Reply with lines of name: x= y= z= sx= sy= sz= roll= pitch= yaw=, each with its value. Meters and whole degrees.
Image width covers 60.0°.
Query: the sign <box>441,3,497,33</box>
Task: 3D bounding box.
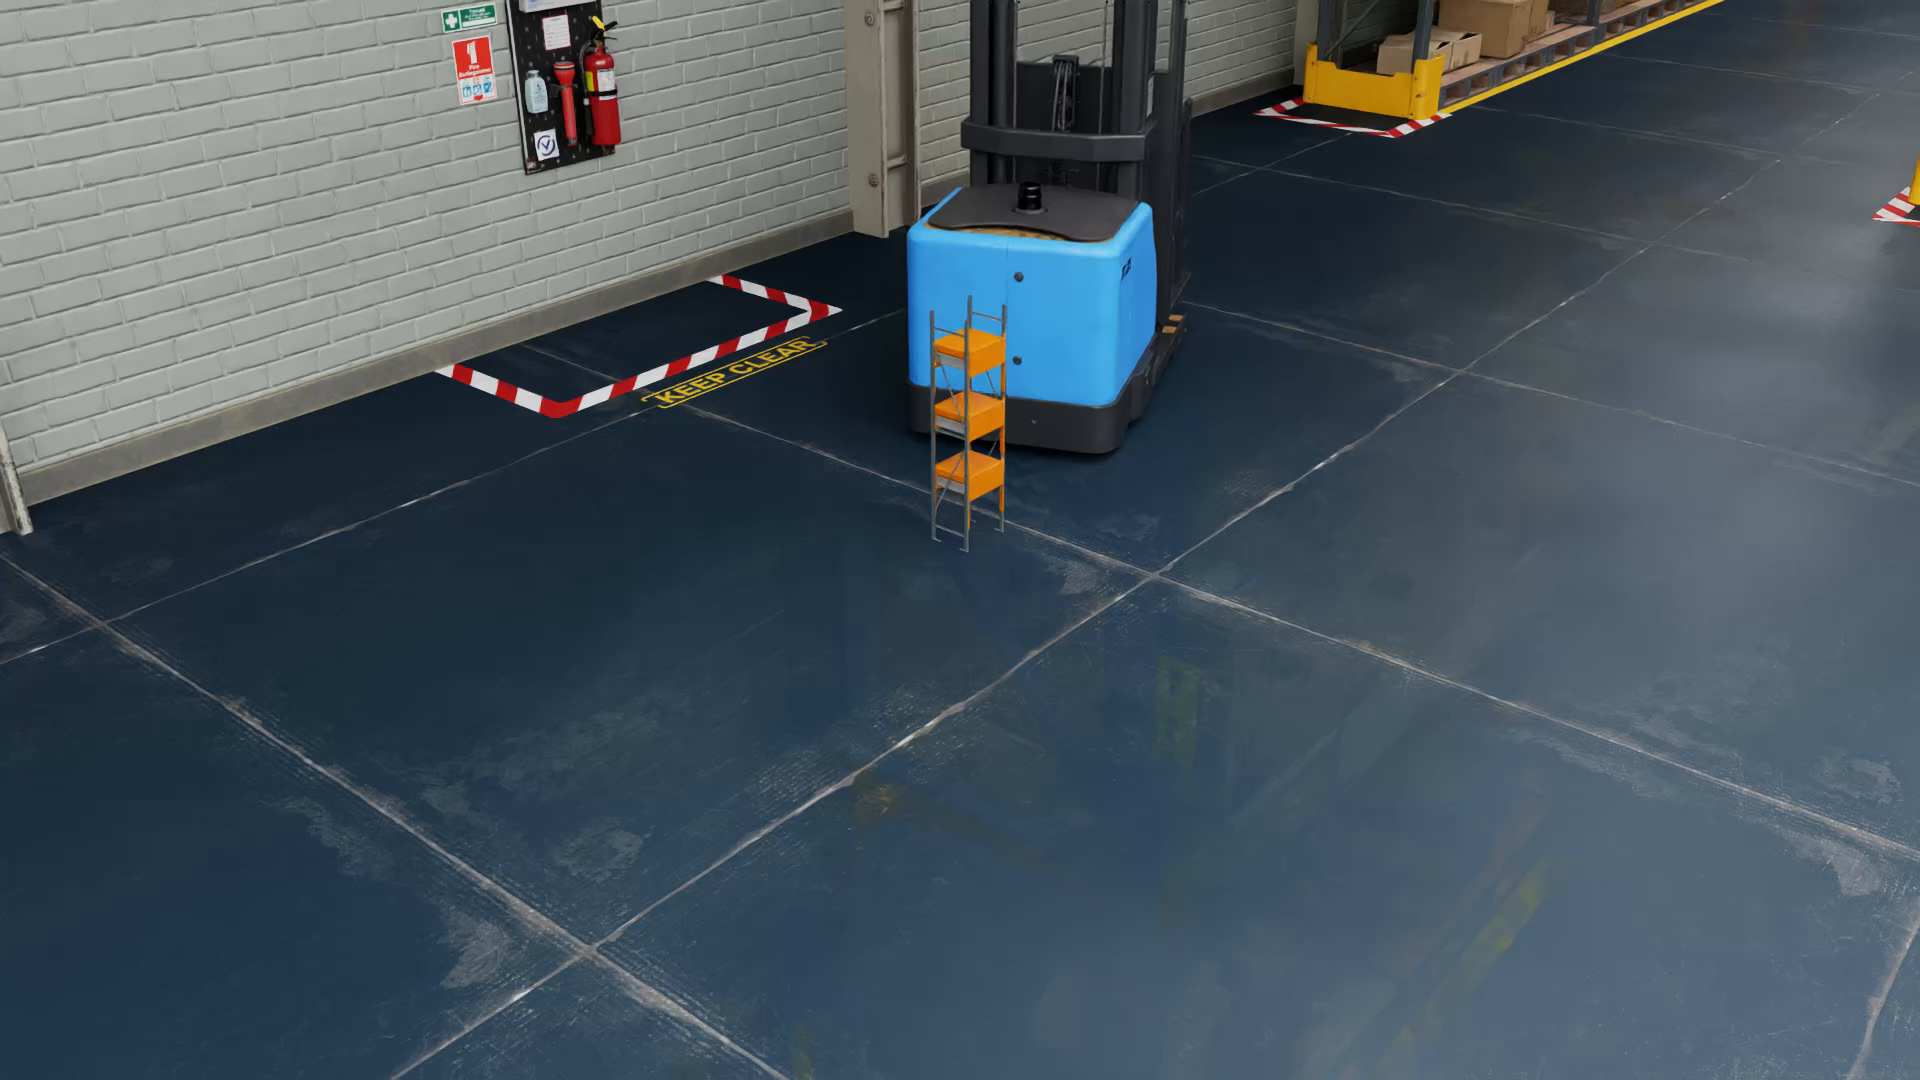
sign: x=-2.528 y=-2.693 z=8.575 sx=0.001 sy=0.109 sz=0.331 roll=21 pitch=34 yaw=34

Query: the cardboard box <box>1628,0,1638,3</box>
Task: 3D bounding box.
cardboard box: x=7.178 y=-6.236 z=18.281 sx=0.700 sy=0.500 sz=0.500 roll=21 pitch=34 yaw=35

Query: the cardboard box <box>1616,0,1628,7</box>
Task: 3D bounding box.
cardboard box: x=6.823 y=-6.067 z=17.954 sx=0.700 sy=0.500 sz=0.500 roll=20 pitch=33 yaw=33

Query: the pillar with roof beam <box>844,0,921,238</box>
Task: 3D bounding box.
pillar with roof beam: x=2.816 y=-4.880 z=6.889 sx=9.100 sy=9.000 sz=0.400 roll=21 pitch=34 yaw=34

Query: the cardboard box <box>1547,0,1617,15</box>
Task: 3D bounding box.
cardboard box: x=6.533 y=-5.869 z=17.572 sx=0.700 sy=0.500 sz=0.500 roll=22 pitch=35 yaw=36

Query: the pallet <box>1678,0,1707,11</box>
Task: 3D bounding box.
pallet: x=8.123 y=-6.421 z=19.432 sx=1.003 sy=0.211 sz=1.213 roll=21 pitch=34 yaw=34

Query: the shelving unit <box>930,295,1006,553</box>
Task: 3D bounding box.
shelving unit: x=0.034 y=-0.485 z=7.045 sx=0.215 sy=1.050 sz=0.252 roll=21 pitch=34 yaw=34

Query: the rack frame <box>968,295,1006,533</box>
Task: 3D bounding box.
rack frame: x=0.112 y=-0.529 z=7.129 sx=0.200 sy=1.050 sz=0.008 roll=21 pitch=34 yaw=34

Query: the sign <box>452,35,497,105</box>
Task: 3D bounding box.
sign: x=-2.538 y=-2.458 z=8.698 sx=0.001 sy=0.329 sz=0.234 roll=21 pitch=34 yaw=34

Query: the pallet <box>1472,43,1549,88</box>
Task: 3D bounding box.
pallet: x=4.902 y=-4.596 z=15.905 sx=1.003 sy=0.211 sz=1.213 roll=21 pitch=34 yaw=34

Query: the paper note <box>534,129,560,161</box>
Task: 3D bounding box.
paper note: x=-2.273 y=-2.174 z=9.147 sx=0.016 sy=0.148 sz=0.142 roll=21 pitch=34 yaw=34

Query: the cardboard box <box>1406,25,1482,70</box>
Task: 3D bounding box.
cardboard box: x=4.405 y=-4.522 z=15.174 sx=0.500 sy=0.311 sz=0.500 roll=24 pitch=36 yaw=38

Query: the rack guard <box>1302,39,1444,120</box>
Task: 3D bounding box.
rack guard: x=3.581 y=-4.016 z=14.469 sx=1.175 sy=0.500 sz=0.348 roll=21 pitch=34 yaw=34

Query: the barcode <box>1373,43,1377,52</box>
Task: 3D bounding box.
barcode: x=3.746 y=-4.447 z=15.019 sx=0.001 sy=0.075 sz=0.075 roll=21 pitch=34 yaw=34

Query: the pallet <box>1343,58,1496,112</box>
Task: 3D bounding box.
pallet: x=4.125 y=-4.166 z=15.073 sx=1.003 sy=0.211 sz=1.213 roll=21 pitch=34 yaw=34

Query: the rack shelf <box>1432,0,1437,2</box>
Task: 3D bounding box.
rack shelf: x=4.805 y=-5.489 z=15.379 sx=1.077 sy=0.370 sz=4.000 roll=21 pitch=34 yaw=34

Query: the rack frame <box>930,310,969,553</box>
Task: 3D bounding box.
rack frame: x=-0.044 y=-0.442 z=6.962 sx=0.200 sy=1.050 sz=0.008 roll=21 pitch=34 yaw=34

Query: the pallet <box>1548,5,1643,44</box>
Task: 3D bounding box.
pallet: x=6.571 y=-5.556 z=17.760 sx=1.003 sy=0.211 sz=1.213 roll=21 pitch=34 yaw=34

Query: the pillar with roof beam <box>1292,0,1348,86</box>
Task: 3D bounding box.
pillar with roof beam: x=6.633 y=-7.007 z=11.001 sx=9.100 sy=9.000 sz=0.400 roll=21 pitch=34 yaw=34

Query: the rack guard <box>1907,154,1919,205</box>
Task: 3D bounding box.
rack guard: x=7.343 y=-2.534 z=11.605 sx=1.175 sy=0.500 sz=0.348 roll=21 pitch=34 yaw=34

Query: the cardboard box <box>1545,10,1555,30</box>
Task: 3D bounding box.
cardboard box: x=5.760 y=-5.256 z=16.751 sx=0.380 sy=0.166 sz=0.250 roll=16 pitch=31 yaw=28

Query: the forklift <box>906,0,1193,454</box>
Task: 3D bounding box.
forklift: x=0.658 y=-2.369 z=8.639 sx=1.130 sy=2.935 sz=3.031 roll=8 pitch=28 yaw=15

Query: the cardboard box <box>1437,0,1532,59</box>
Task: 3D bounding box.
cardboard box: x=4.910 y=-4.851 z=15.605 sx=0.700 sy=0.500 sz=0.500 roll=18 pitch=33 yaw=31

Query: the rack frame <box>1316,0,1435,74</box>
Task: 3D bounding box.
rack frame: x=3.533 y=-5.100 z=13.843 sx=1.000 sy=3.000 sz=0.127 roll=21 pitch=34 yaw=34

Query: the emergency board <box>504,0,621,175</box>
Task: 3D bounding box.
emergency board: x=-2.107 y=-2.608 z=9.027 sx=0.194 sy=1.169 sz=0.643 roll=21 pitch=34 yaw=34

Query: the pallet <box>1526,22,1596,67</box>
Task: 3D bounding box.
pallet: x=5.677 y=-5.031 z=16.745 sx=1.003 sy=0.211 sz=1.213 roll=21 pitch=34 yaw=34

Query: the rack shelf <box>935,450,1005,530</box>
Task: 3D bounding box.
rack shelf: x=0.034 y=-0.229 z=7.178 sx=0.215 sy=0.259 sz=0.240 roll=21 pitch=34 yaw=34

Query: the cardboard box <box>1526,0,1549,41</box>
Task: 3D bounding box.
cardboard box: x=5.448 y=-5.223 z=16.324 sx=0.500 sy=0.500 sz=0.500 roll=18 pitch=32 yaw=31

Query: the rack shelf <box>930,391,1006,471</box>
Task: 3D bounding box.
rack shelf: x=0.034 y=-0.476 z=7.050 sx=0.215 sy=0.259 sz=0.240 roll=21 pitch=34 yaw=34

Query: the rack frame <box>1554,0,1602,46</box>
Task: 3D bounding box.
rack frame: x=6.077 y=-6.518 z=16.584 sx=1.000 sy=3.000 sz=0.127 roll=21 pitch=34 yaw=34

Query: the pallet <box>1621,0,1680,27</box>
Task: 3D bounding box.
pallet: x=7.347 y=-5.990 z=18.599 sx=1.003 sy=0.211 sz=1.213 roll=21 pitch=34 yaw=34

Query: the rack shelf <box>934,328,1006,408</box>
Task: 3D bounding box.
rack shelf: x=0.034 y=-0.728 z=6.920 sx=0.215 sy=0.259 sz=0.240 roll=21 pitch=34 yaw=34

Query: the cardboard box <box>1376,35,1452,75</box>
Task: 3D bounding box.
cardboard box: x=4.043 y=-4.320 z=14.783 sx=0.500 sy=0.311 sz=0.500 roll=17 pitch=32 yaw=29
